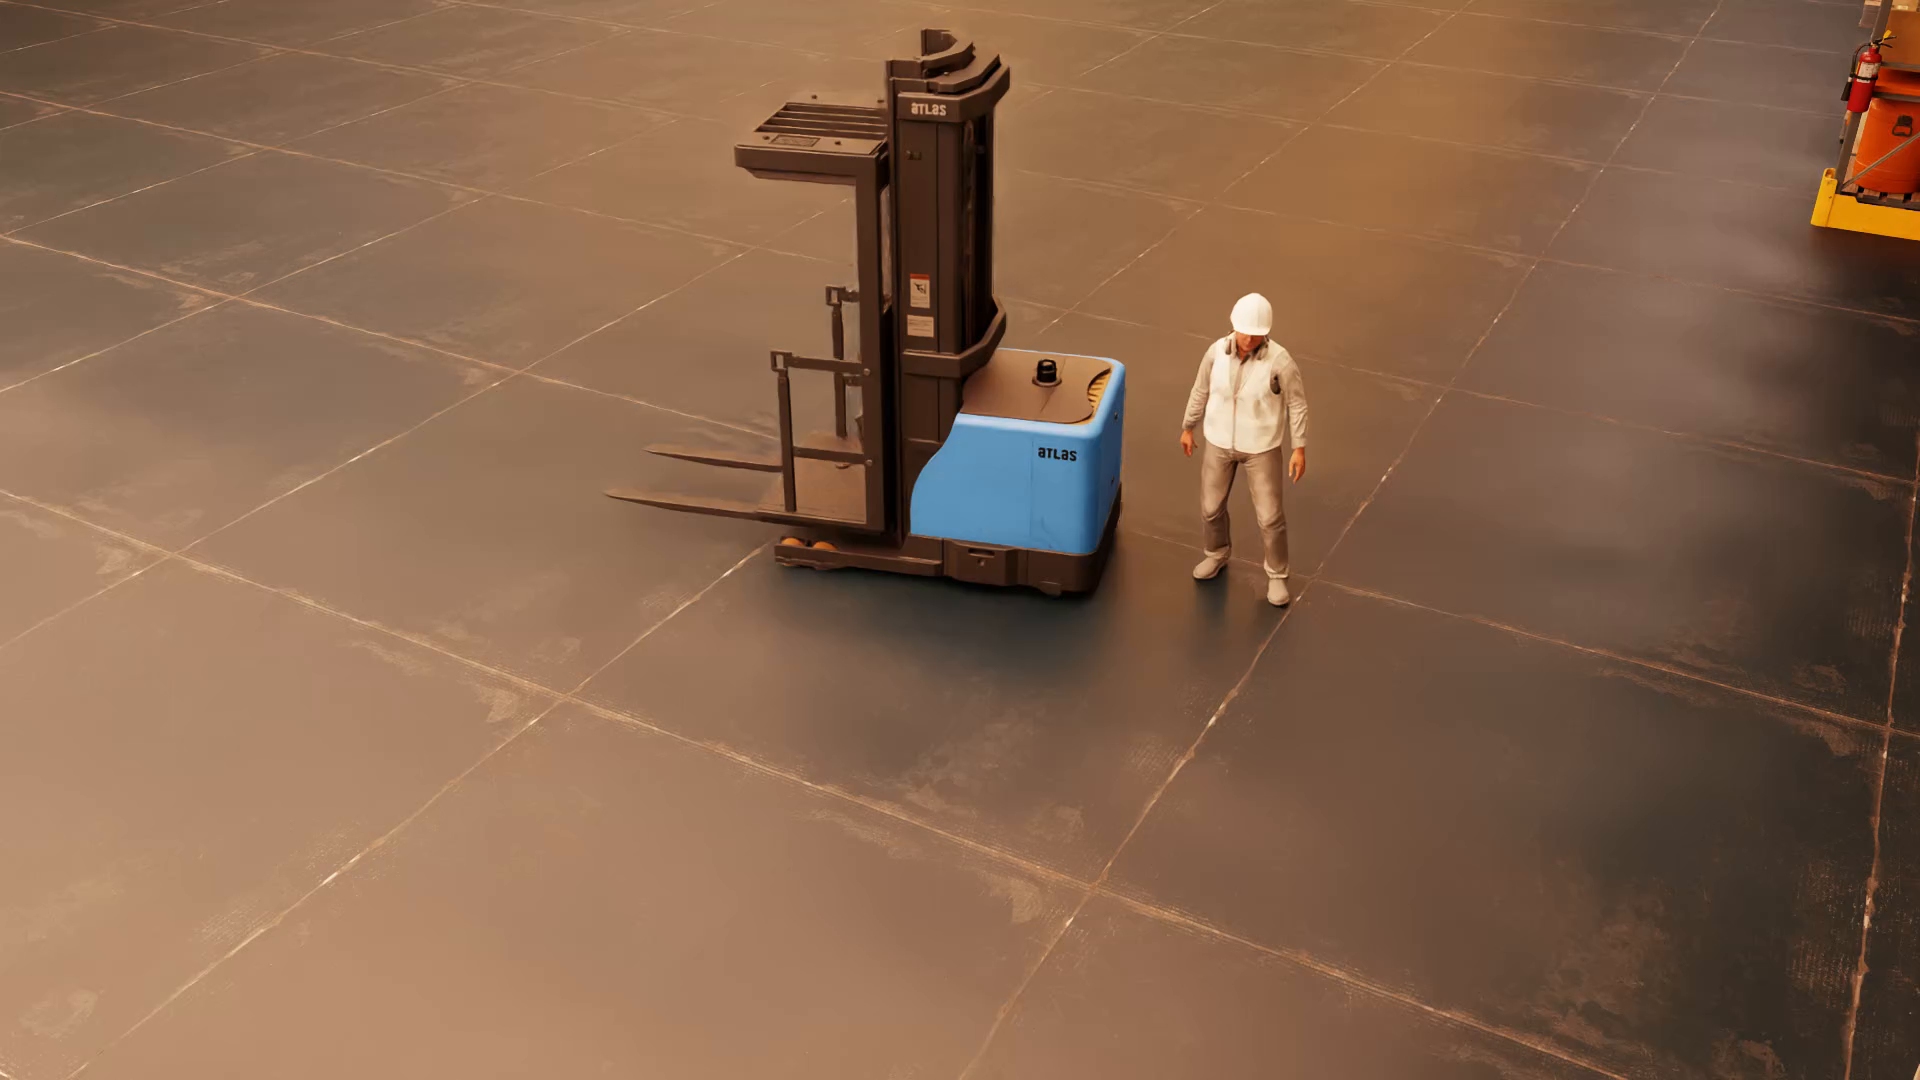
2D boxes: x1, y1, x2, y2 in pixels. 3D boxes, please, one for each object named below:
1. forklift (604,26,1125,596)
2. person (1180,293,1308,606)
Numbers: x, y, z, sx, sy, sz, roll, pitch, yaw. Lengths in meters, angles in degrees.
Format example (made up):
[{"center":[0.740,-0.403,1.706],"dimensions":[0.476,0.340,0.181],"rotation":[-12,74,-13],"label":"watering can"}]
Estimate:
[{"center":[-0.600,-1.336,9.386],"dimensions":[3.031,2.935,1.130],"rotation":[7,31,12],"label":"forklift"},{"center":[1.570,-0.539,9.187],"dimensions":[0.756,1.749,0.418],"rotation":[14,33,22],"label":"person"}]
